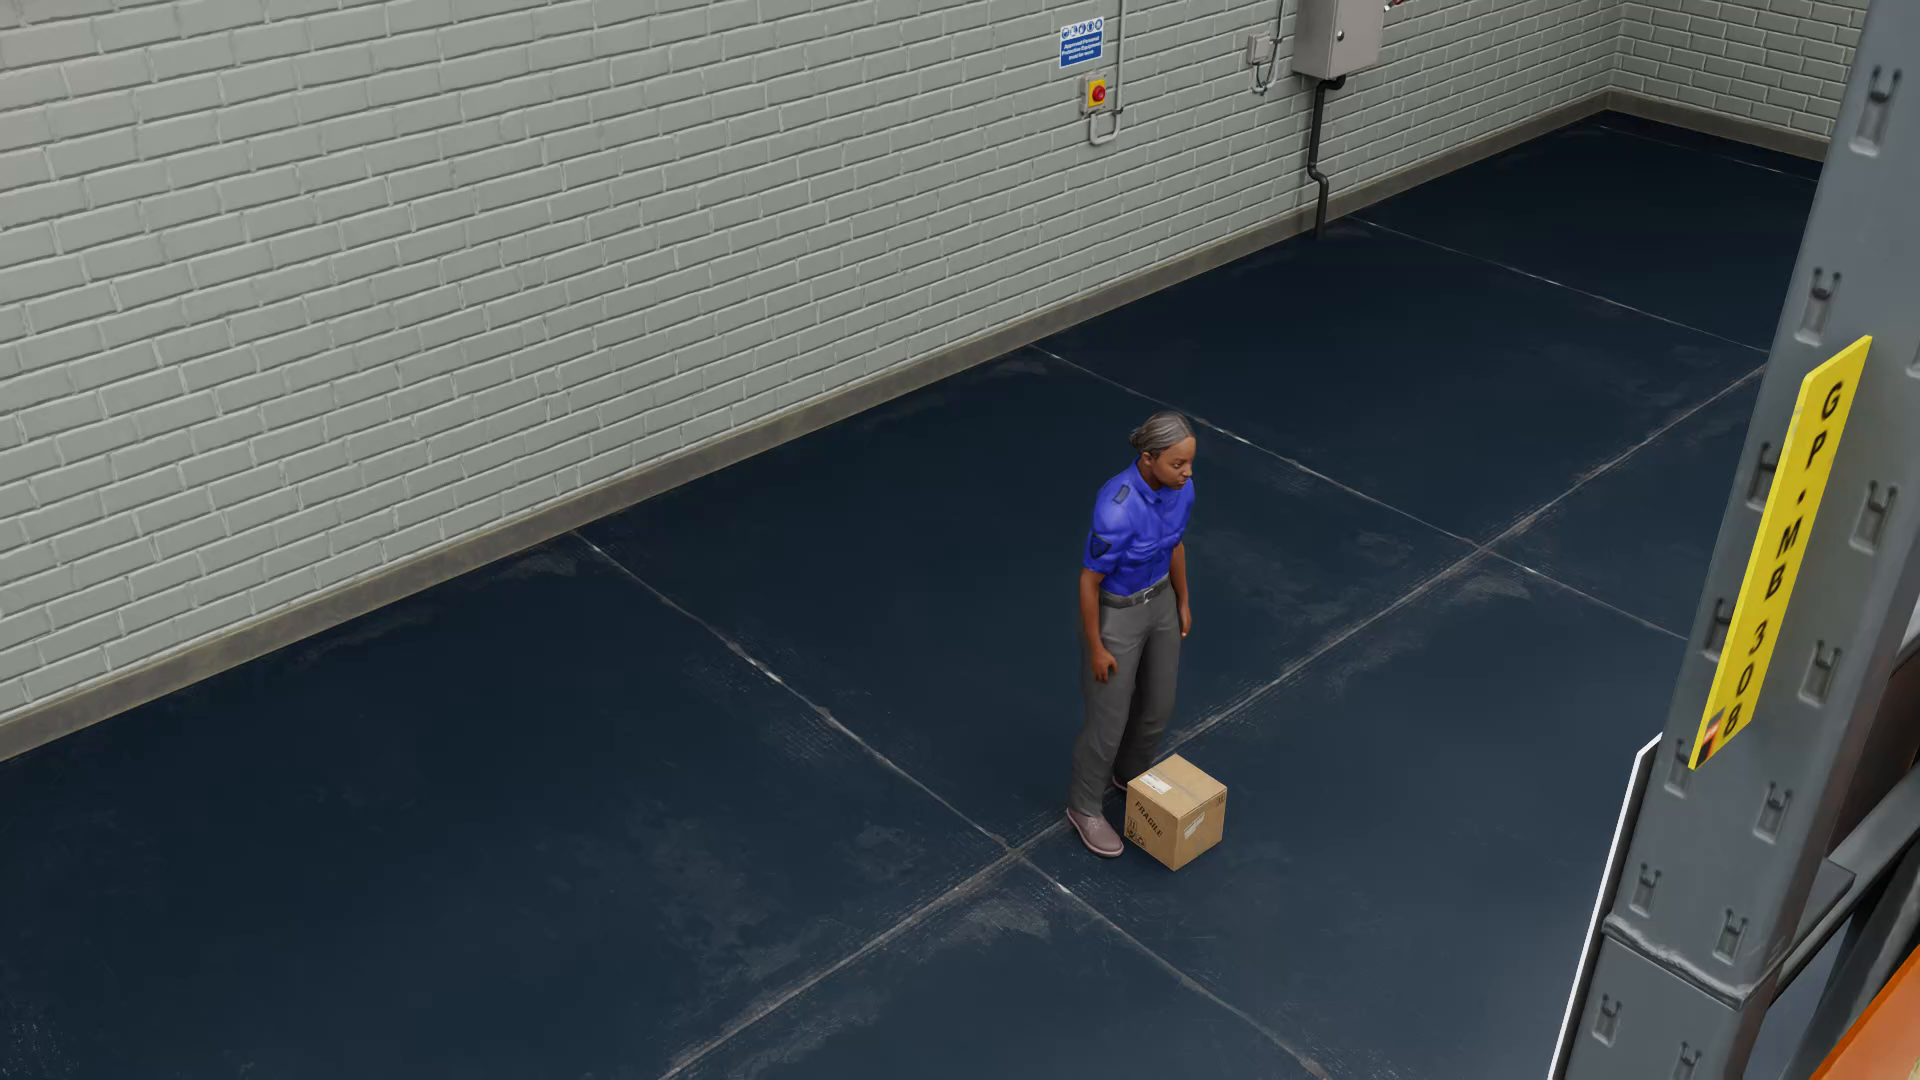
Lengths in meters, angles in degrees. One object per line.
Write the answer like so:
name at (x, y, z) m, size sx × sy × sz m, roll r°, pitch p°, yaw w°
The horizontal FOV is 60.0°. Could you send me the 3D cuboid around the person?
person at (0.596, 0.287, 5.680) m, size 0.507 × 1.655 × 0.347 m, roll -26°, pitch 40°, yaw -35°
